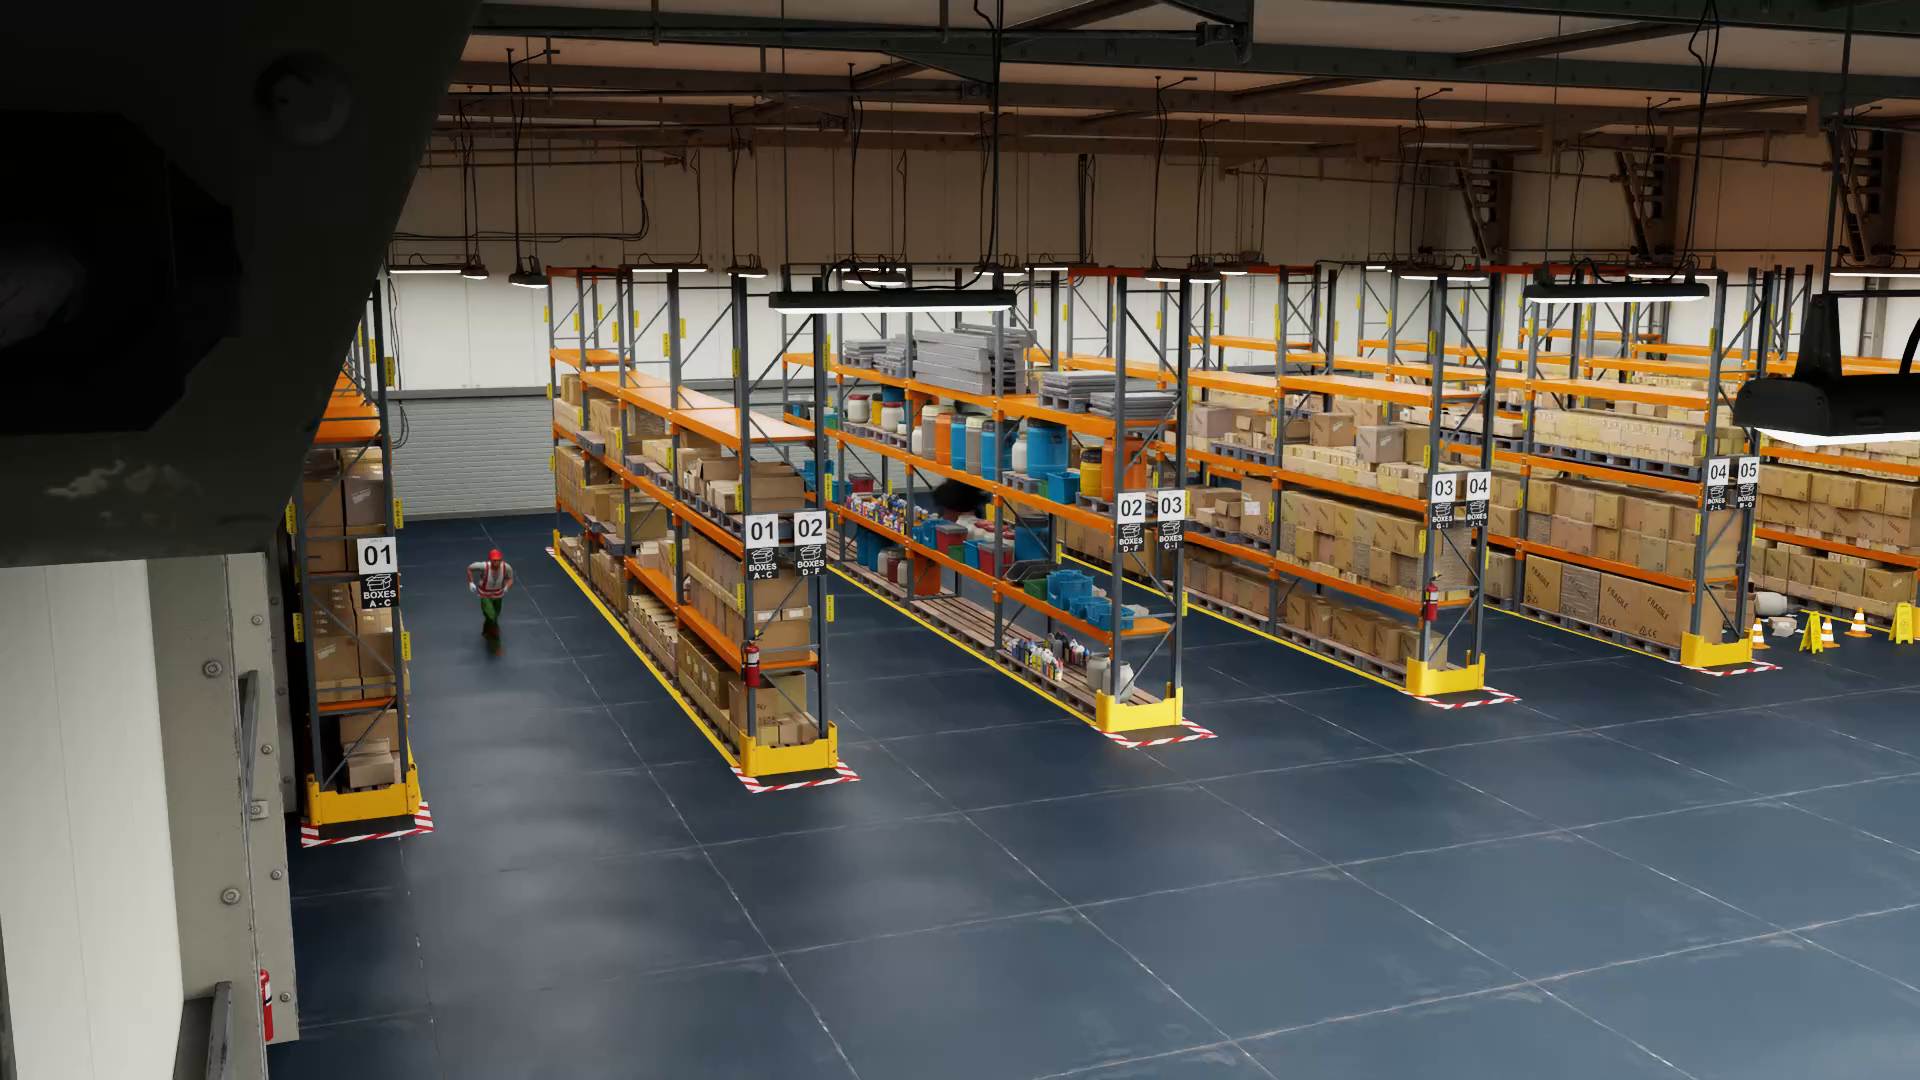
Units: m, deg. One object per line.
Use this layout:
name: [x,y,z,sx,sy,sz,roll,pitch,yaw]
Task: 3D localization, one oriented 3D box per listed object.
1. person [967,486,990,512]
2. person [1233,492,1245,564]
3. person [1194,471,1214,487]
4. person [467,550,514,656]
person: [0.499,-1.500,40.418,0.674,1.643,0.586,3,10,15]
person: [5.382,-0.137,32.649,0.575,1.668,0.840,-5,11,-28]
person: [6.168,-1.631,41.484,0.838,1.699,0.625,-2,10,-12]
person: [-7.477,0.952,26.464,0.706,1.731,1.054,-6,11,-30]
